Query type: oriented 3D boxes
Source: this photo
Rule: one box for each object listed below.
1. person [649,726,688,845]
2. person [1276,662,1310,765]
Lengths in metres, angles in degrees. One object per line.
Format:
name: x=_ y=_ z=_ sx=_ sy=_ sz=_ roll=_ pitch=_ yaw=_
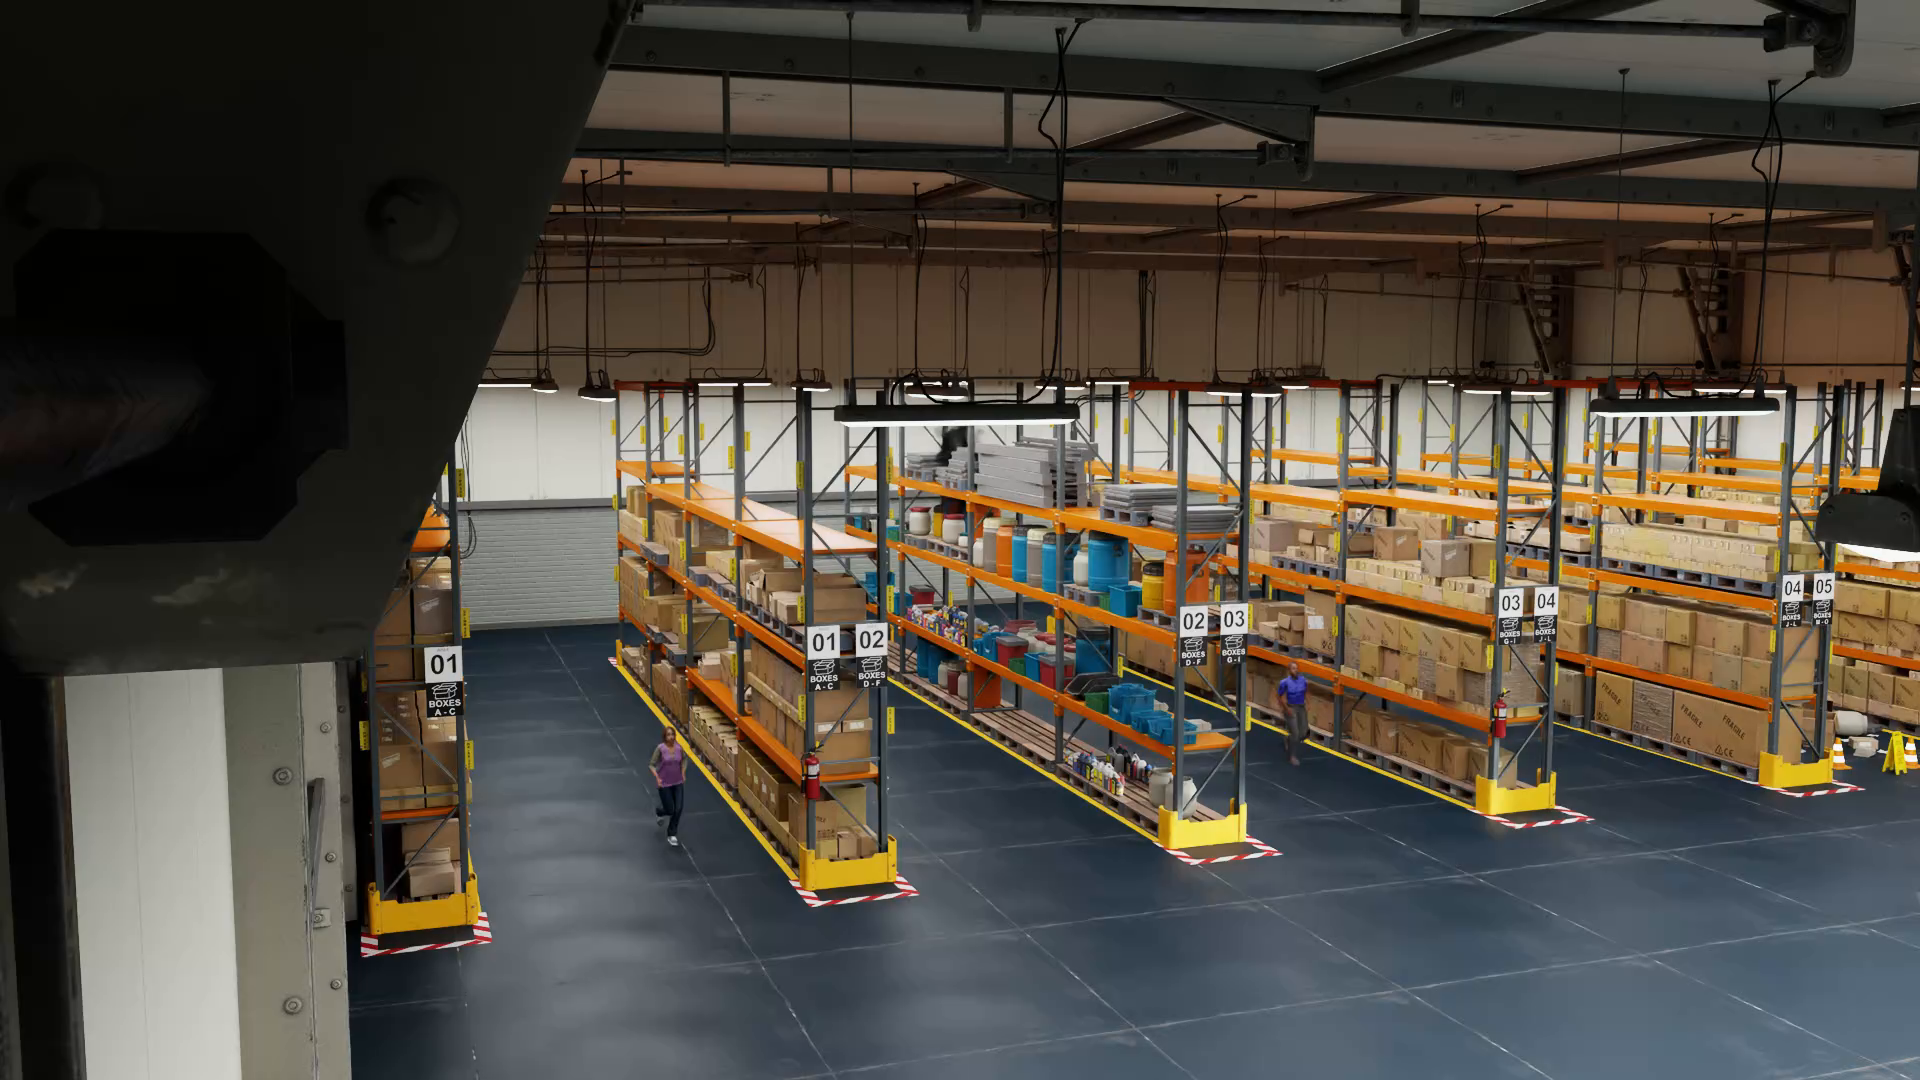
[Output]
person: x=-3.860 y=3.234 z=22.086 sx=0.537 sy=1.561 sz=0.589 roll=-3 pitch=7 yaw=-28
person: x=5.314 y=2.739 z=26.503 sx=0.575 sy=1.624 sz=0.508 roll=-2 pitch=6 yaw=-16
